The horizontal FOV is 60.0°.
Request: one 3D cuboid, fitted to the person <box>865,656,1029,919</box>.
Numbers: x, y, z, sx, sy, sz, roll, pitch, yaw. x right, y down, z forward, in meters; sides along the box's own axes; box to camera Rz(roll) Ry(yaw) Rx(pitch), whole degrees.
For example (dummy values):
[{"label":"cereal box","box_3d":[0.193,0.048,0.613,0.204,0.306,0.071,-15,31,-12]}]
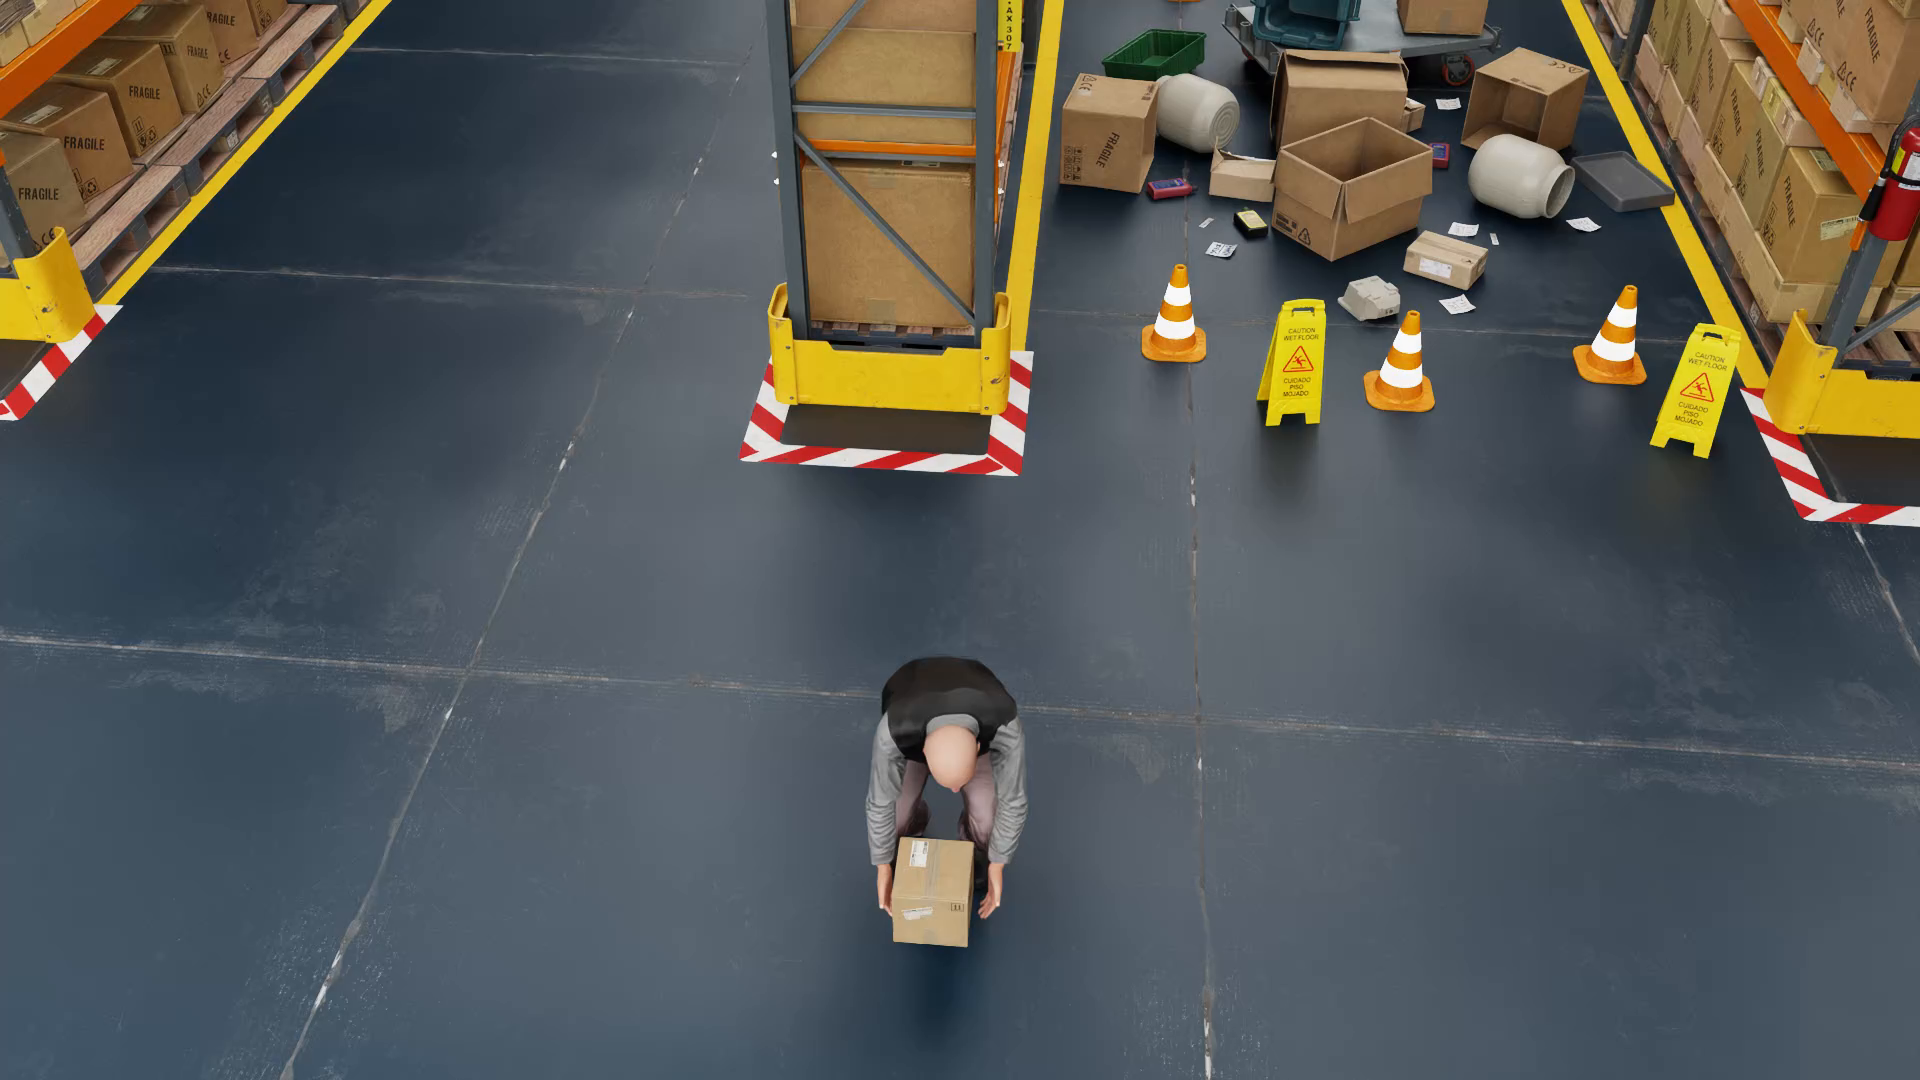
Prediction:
[{"label":"person","box_3d":[-0.031,0.802,5.747,0.553,1.043,0.846,3,40,4]}]
